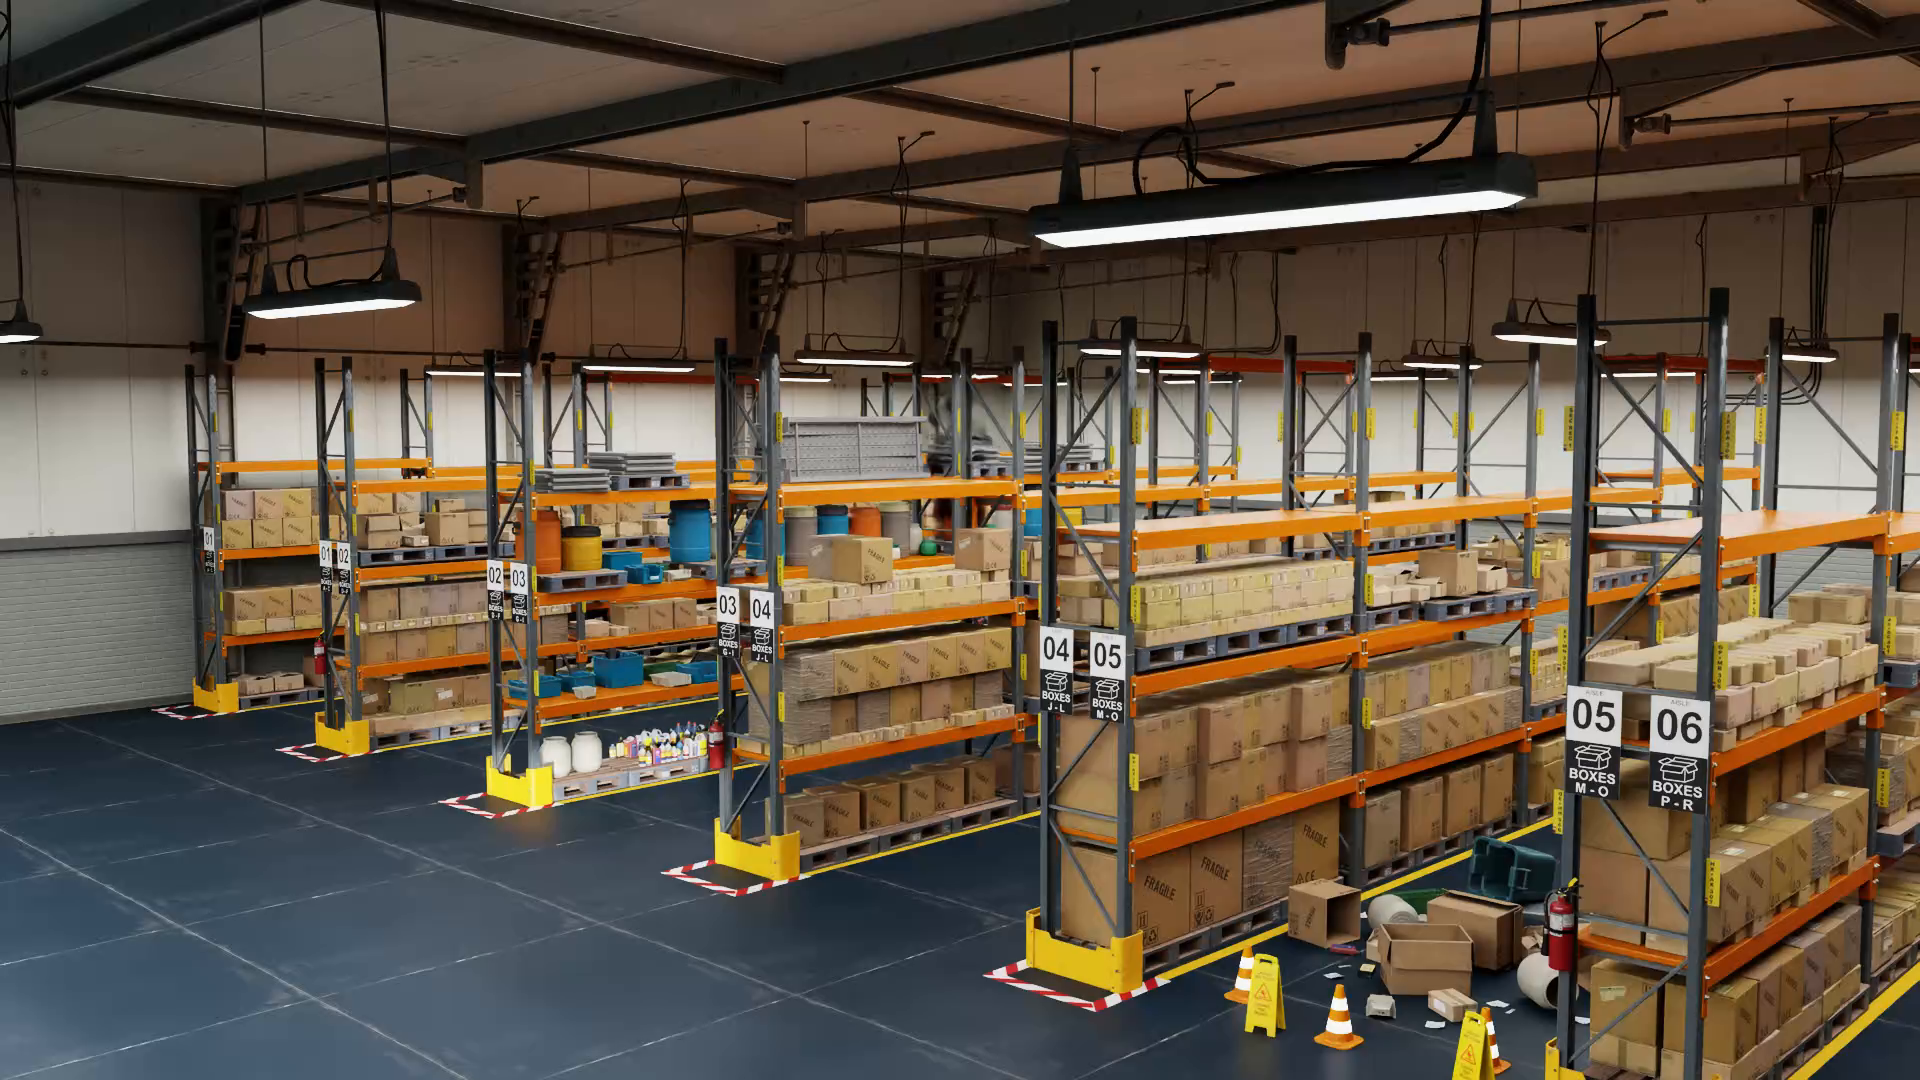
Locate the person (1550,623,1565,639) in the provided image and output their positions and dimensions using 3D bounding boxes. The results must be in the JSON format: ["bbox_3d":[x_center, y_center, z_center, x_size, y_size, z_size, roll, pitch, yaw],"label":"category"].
[{"bbox_3d":[9.644,2.233,26.638,0.921,1.782,0.700,-4,6,-41],"label":"person"}]

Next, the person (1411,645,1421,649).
[{"bbox_3d":[6.937,2.408,25.446,0.480,1.569,0.869,3,5,34],"label":"person"}]

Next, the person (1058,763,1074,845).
[{"bbox_3d":[1.336,2.933,18.590,0.610,1.618,0.632,3,5,32],"label":"person"}]
